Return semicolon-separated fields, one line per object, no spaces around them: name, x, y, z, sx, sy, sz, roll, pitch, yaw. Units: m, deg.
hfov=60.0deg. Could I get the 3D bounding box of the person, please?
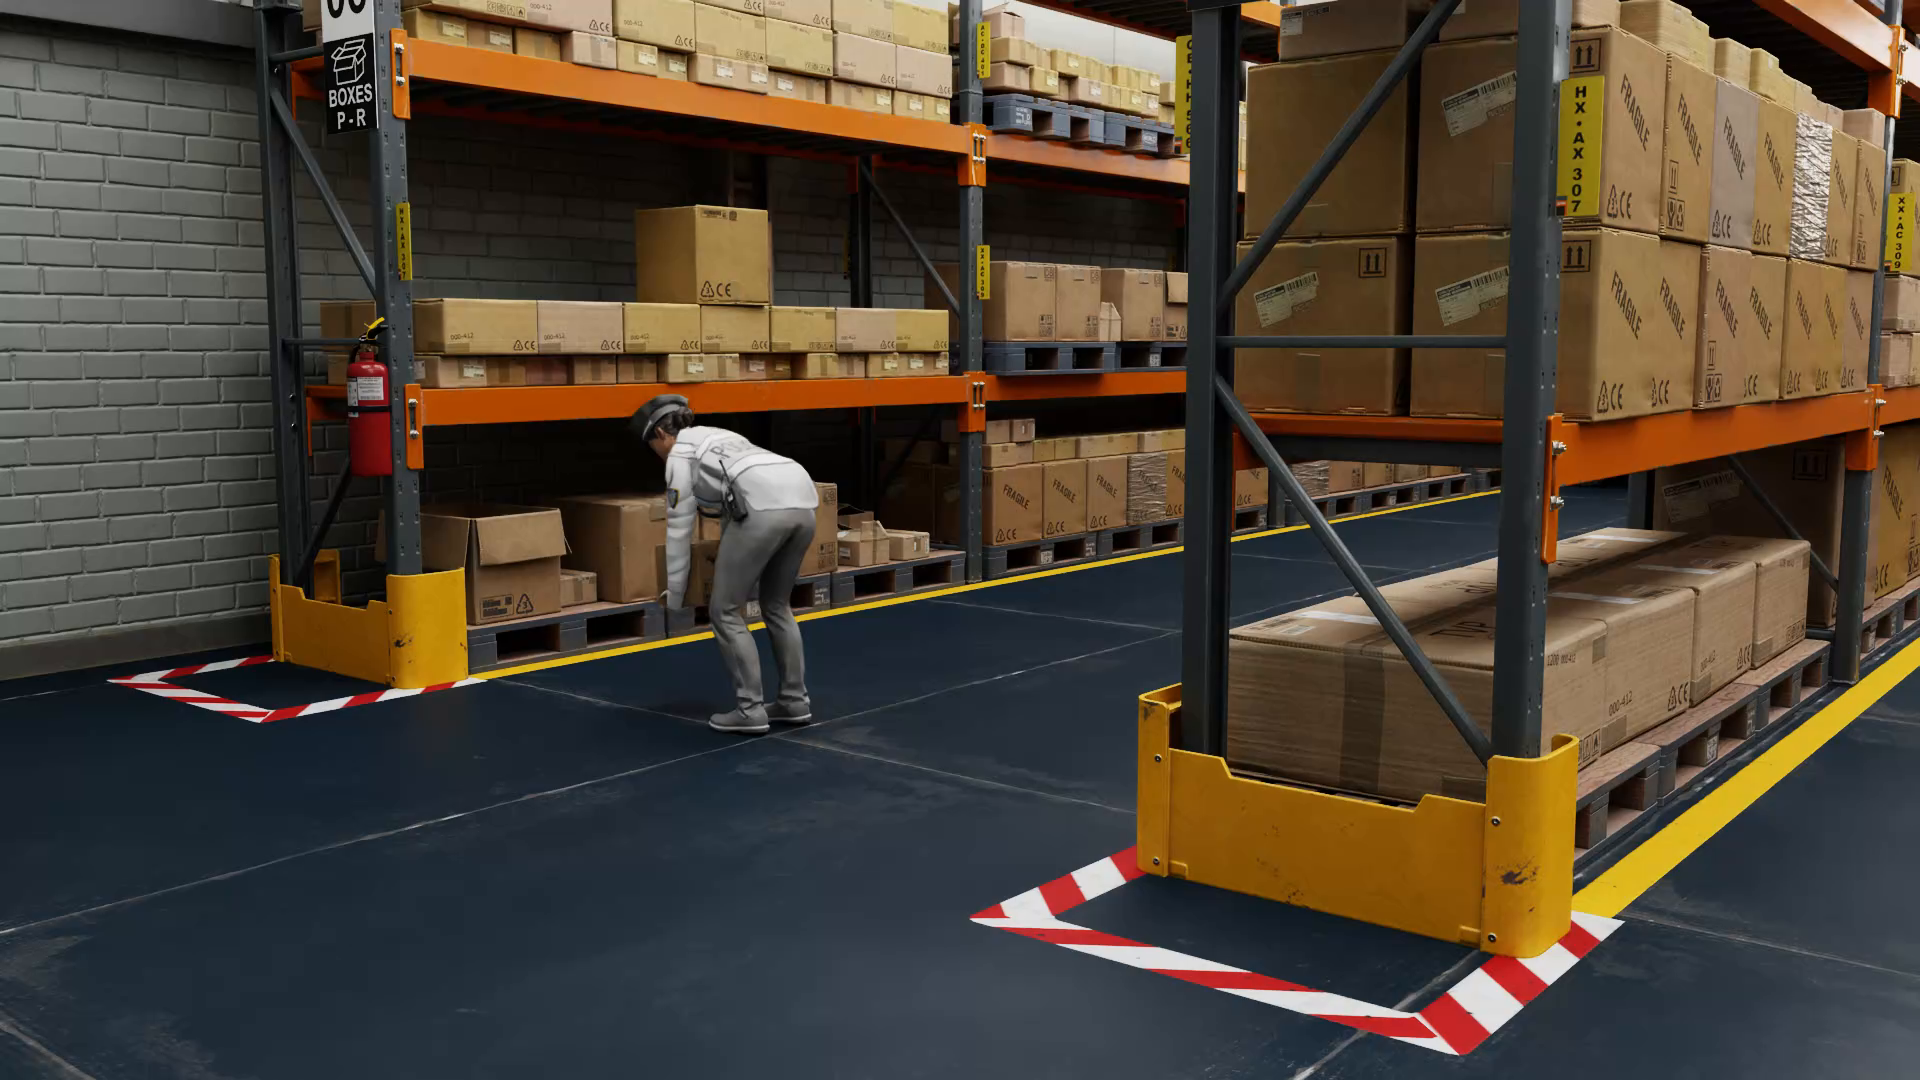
person;-0.958;0.076;6.636;0.887;1.306;0.406;5;8;37
